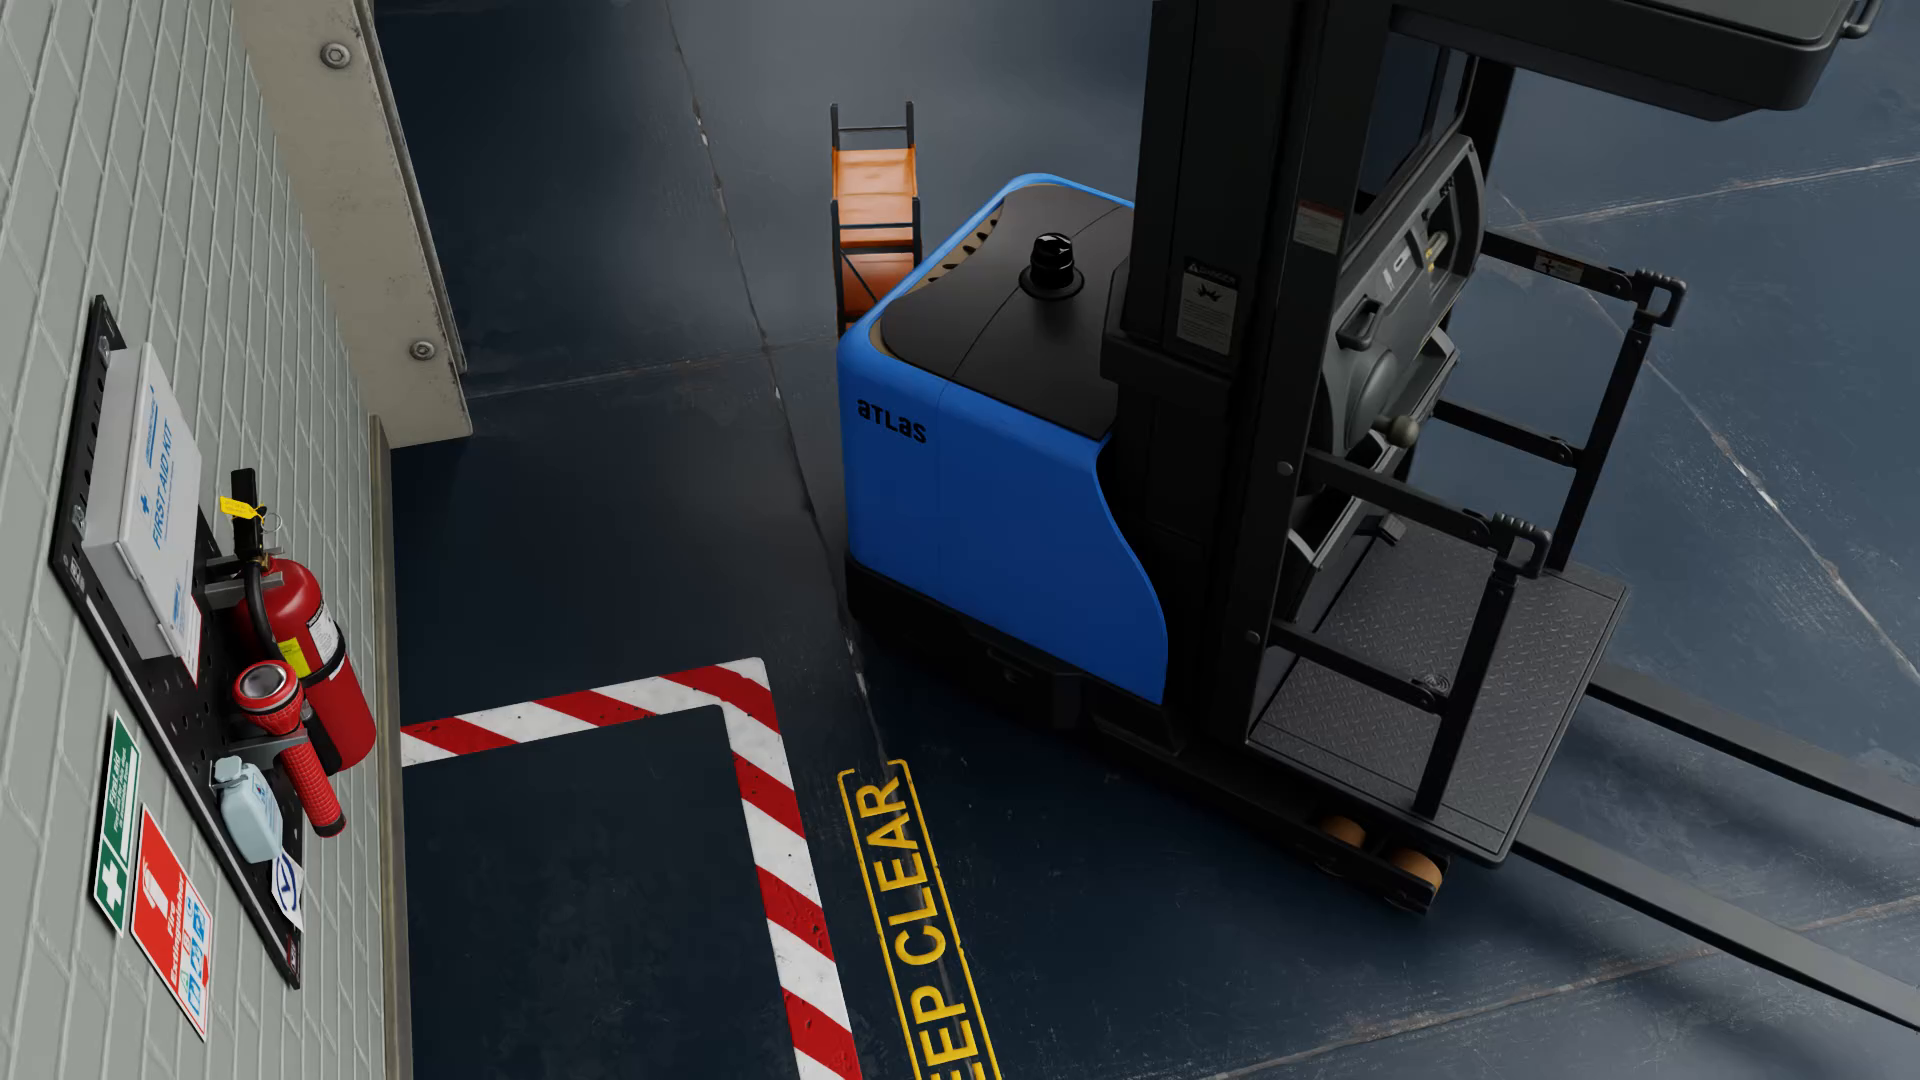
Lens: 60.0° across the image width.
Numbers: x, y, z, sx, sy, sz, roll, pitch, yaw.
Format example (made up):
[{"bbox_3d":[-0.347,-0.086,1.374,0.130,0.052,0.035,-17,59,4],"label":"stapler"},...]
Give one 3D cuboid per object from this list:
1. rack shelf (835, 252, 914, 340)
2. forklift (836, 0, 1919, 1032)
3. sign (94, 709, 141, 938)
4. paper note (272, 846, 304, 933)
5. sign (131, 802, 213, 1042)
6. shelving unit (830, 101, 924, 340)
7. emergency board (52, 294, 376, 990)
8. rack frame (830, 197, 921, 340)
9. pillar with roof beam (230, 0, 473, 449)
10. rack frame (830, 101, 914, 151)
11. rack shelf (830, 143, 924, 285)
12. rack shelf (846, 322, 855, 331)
[{"bbox_3d":[-0.242,-0.777,4.952,0.258,0.148,0.480,-2,46,-2],"label":"rack shelf"},{"bbox_3d":[1.184,-0.506,3.693,3.031,2.935,1.130,24,50,22],"label":"forklift"},{"bbox_3d":[-1.195,0.398,2.364,0.001,0.109,0.331,-11,47,-10],"label":"sign"},{"bbox_3d":[-1.266,0.643,3.136,0.016,0.148,0.142,-11,47,-10],"label":"paper note"},{"bbox_3d":[-1.203,0.588,2.548,0.001,0.329,0.234,-11,47,-10],"label":"sign"},{"bbox_3d":[-0.242,-0.667,5.064,0.258,1.200,0.503,-2,46,-2],"label":"shelving unit"},{"bbox_3d":[-1.245,0.200,2.953,0.194,1.169,0.643,-11,47,-10],"label":"emergency board"},{"bbox_3d":[-0.228,-0.493,4.893,0.240,1.200,0.015,-2,46,-2],"label":"rack frame"},{"bbox_3d":[2.321,-4.400,3.261,9.100,9.000,0.400,-11,47,-10],"label":"pillar with roof beam"},{"bbox_3d":[-0.255,-0.841,5.234,0.240,1.200,0.015,-2,46,-2],"label":"rack frame"},{"bbox_3d":[-0.242,-0.942,4.783,0.258,0.148,0.480,-2,46,-2],"label":"rack shelf"},{"bbox_3d":[-0.242,-0.620,5.112,0.258,0.148,0.480,-2,46,-2],"label":"rack shelf"}]
